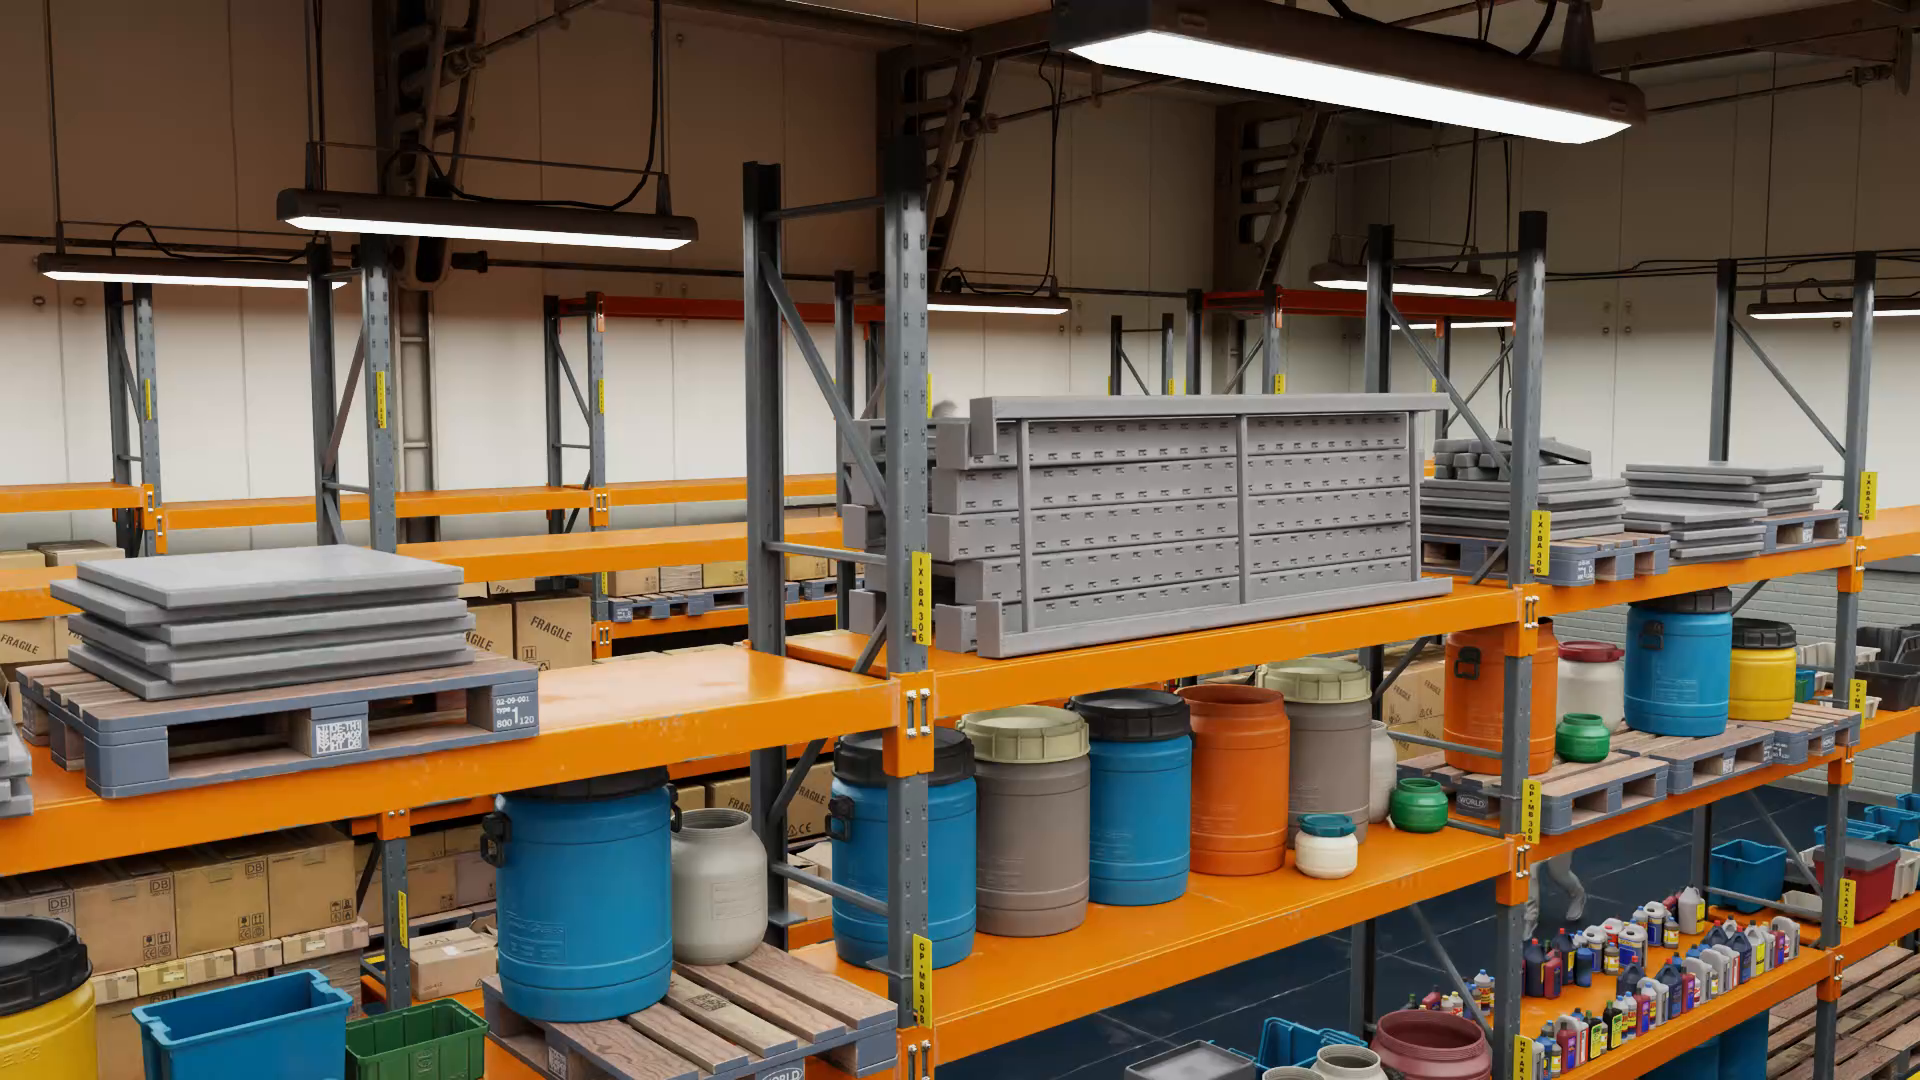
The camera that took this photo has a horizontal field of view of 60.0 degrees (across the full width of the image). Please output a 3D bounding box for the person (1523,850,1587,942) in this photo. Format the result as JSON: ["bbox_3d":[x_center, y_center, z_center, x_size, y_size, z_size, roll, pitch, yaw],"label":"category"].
[{"bbox_3d":[5.493,2.763,15.579,0.679,1.776,0.902,5,7,42],"label":"person"}]
